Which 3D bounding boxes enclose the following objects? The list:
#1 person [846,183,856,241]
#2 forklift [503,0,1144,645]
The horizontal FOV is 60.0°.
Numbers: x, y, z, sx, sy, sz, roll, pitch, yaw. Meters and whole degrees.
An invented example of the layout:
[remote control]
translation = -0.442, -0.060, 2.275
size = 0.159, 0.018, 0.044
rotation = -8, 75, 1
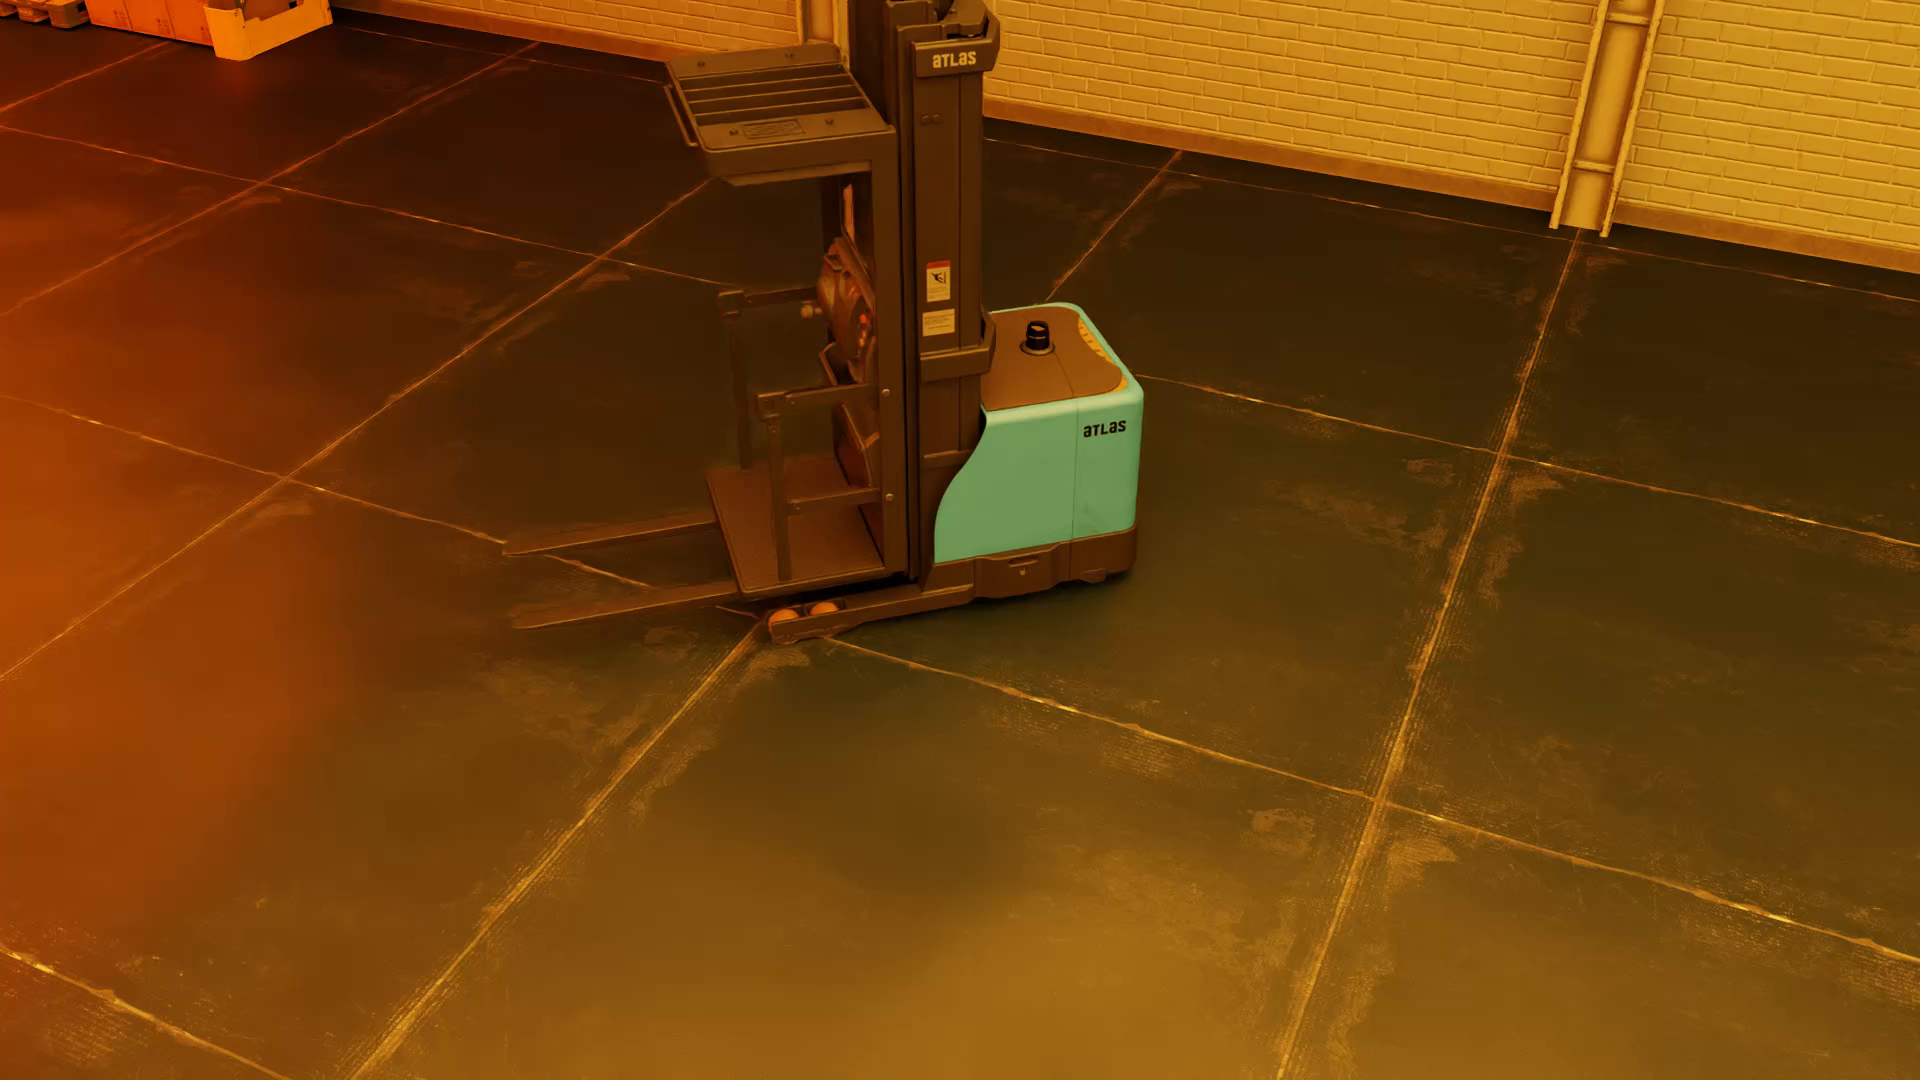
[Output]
[person]
translation = -0.297, -1.587, 9.663
size = 0.805, 1.416, 1.061
rotation = 18, 39, 23
[forklift]
translation = -0.699, -1.038, 7.542
size = 3.031, 2.935, 1.130
rotation = -10, 37, -13
